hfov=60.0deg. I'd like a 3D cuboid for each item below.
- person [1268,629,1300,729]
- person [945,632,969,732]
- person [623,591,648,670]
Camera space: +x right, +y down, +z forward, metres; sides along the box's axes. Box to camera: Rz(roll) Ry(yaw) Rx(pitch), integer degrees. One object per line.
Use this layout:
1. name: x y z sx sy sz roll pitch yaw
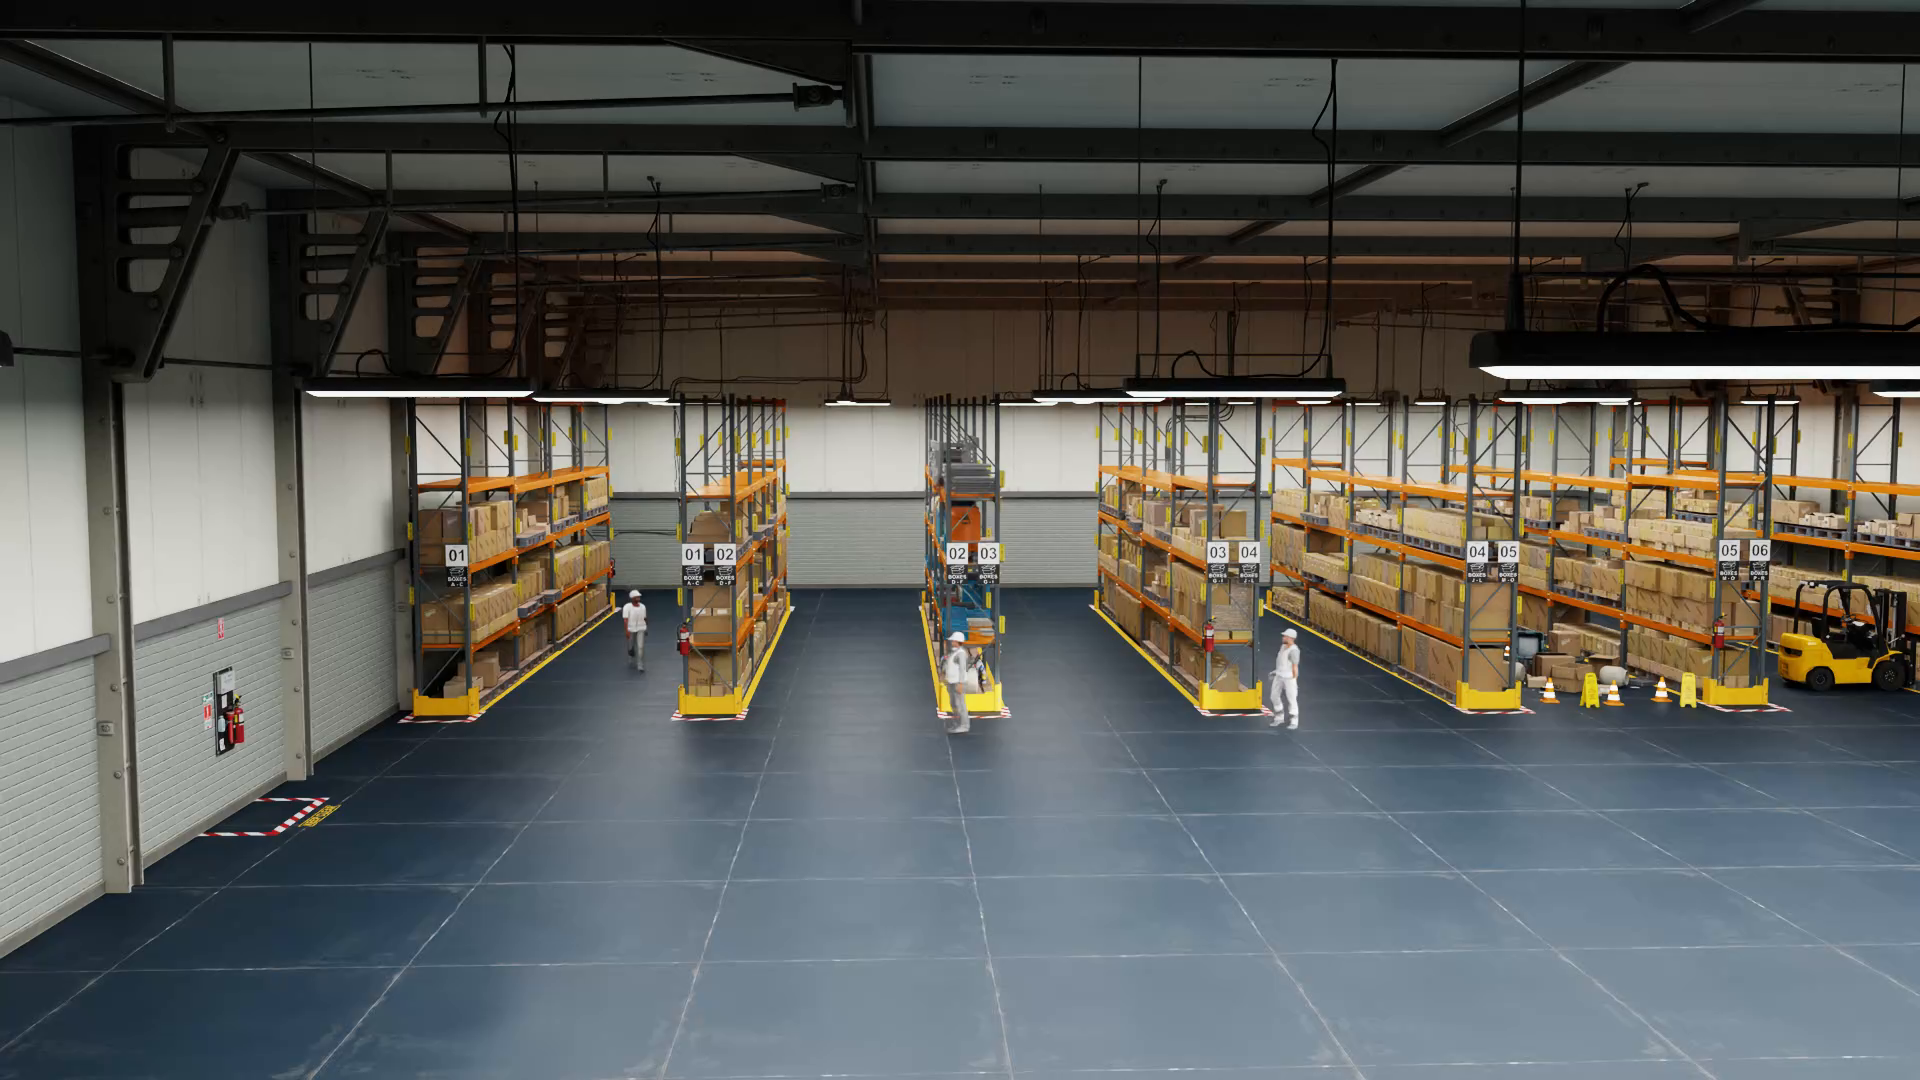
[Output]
1. person: 5.797 2.470 29.716 0.367 1.805 0.698 -3 5 -30
2. person: -0.054 2.525 29.414 0.404 1.812 0.649 -2 5 -20
3. person: -7.128 1.968 36.523 0.510 1.722 0.856 0 5 -6
